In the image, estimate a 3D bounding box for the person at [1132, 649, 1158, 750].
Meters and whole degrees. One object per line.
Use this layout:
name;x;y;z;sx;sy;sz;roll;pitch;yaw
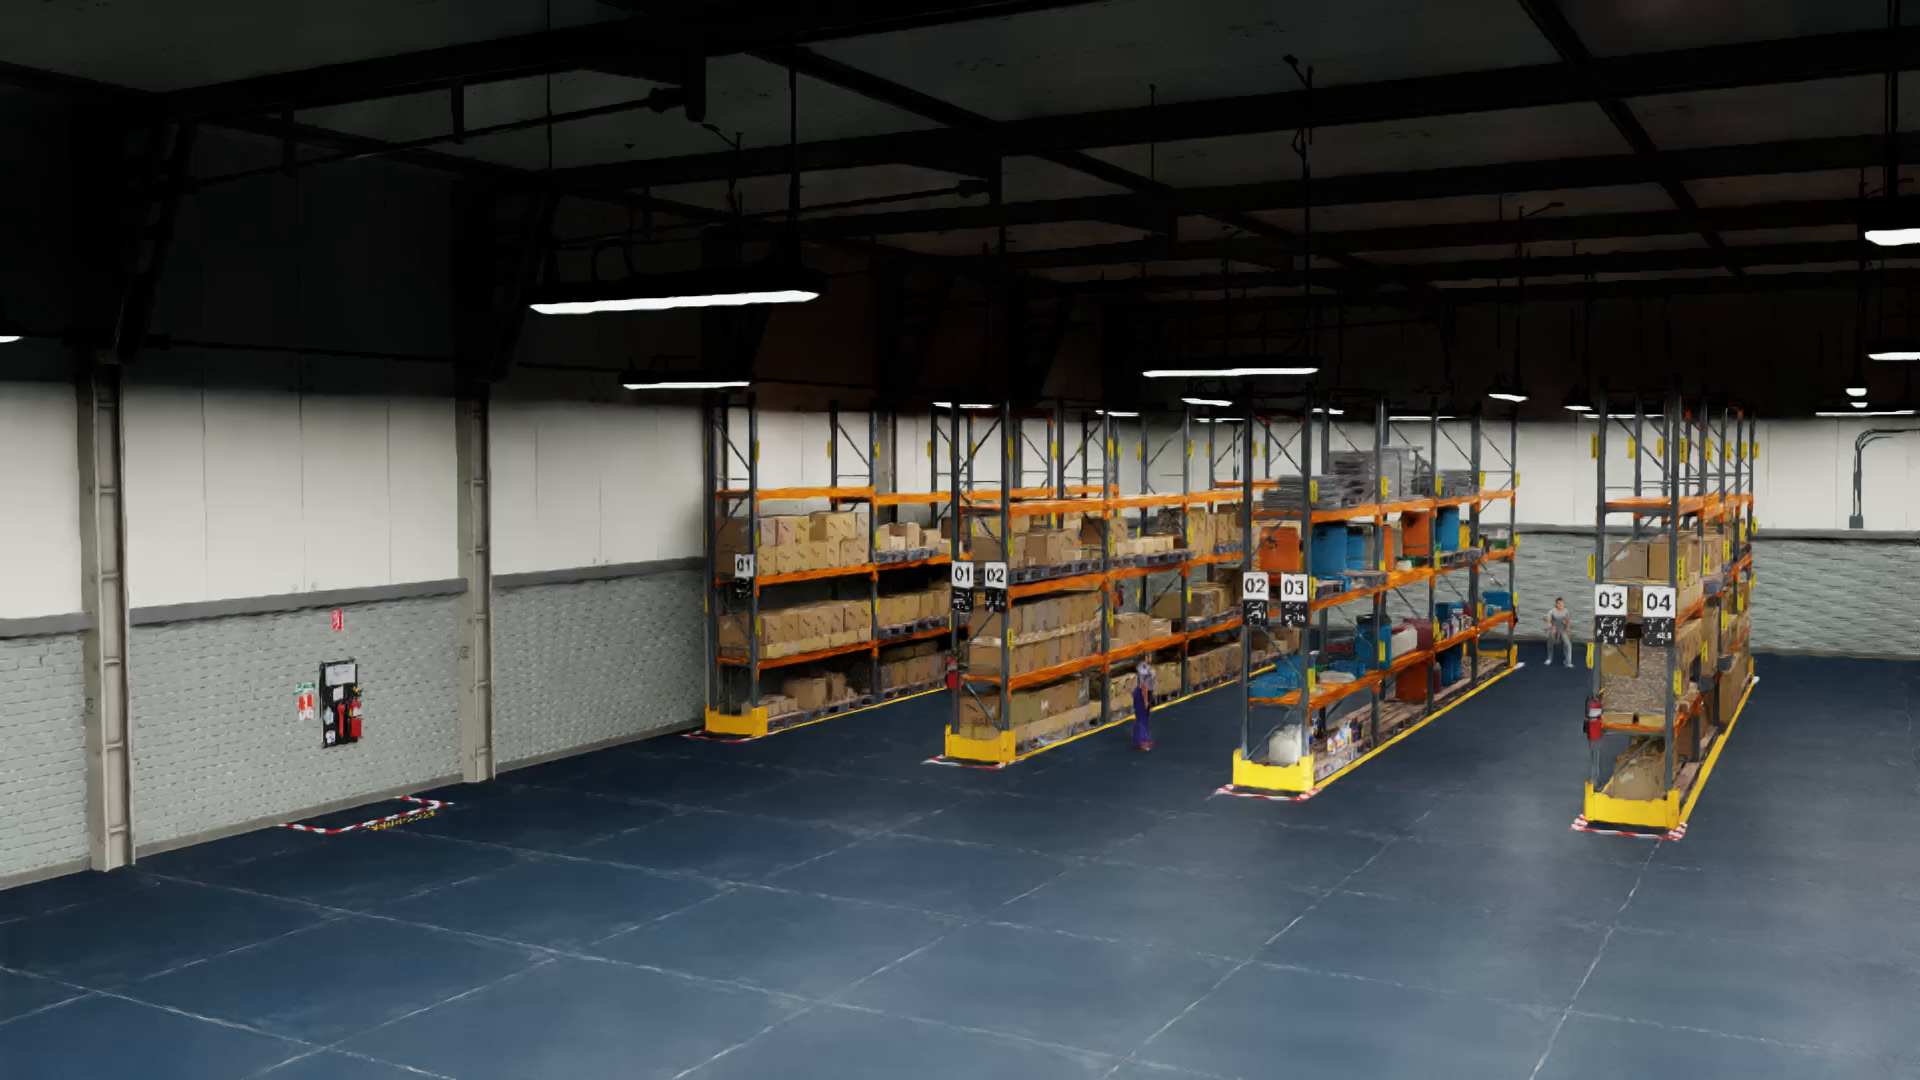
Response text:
person;3.114;2.659;27.880;0.445;1.657;0.578;0;3;1

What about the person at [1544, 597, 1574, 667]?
person;13.852;2.116;38.460;0.598;1.598;0.817;1;3;10
